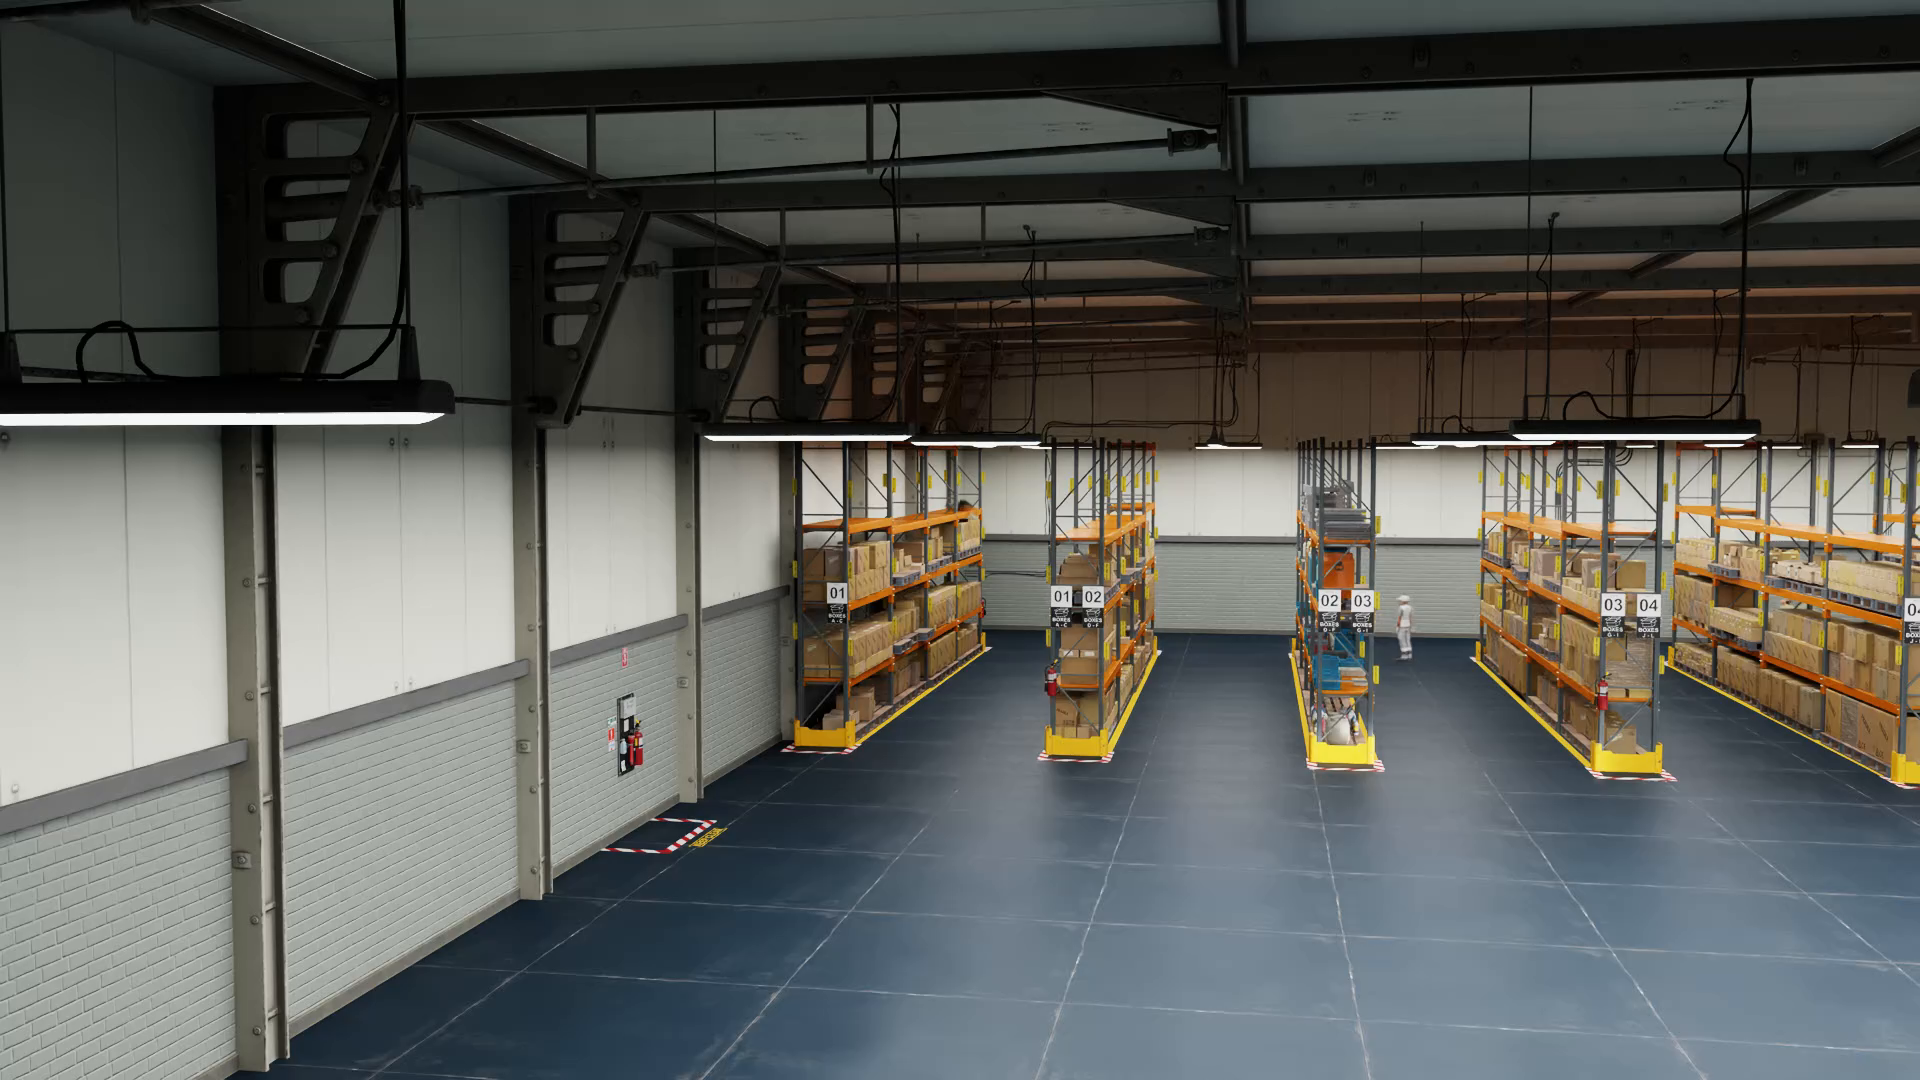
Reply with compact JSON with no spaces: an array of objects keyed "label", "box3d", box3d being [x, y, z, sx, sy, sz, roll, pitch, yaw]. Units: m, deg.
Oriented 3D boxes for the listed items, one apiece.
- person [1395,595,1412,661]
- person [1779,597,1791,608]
[{"label":"person","box3d":[12.159,2.412,45.560,0.423,1.797,0.577,2,4,39]},{"label":"person","box3d":[23.473,2.387,47.337,0.727,1.636,0.482,-1,3,-22]}]
